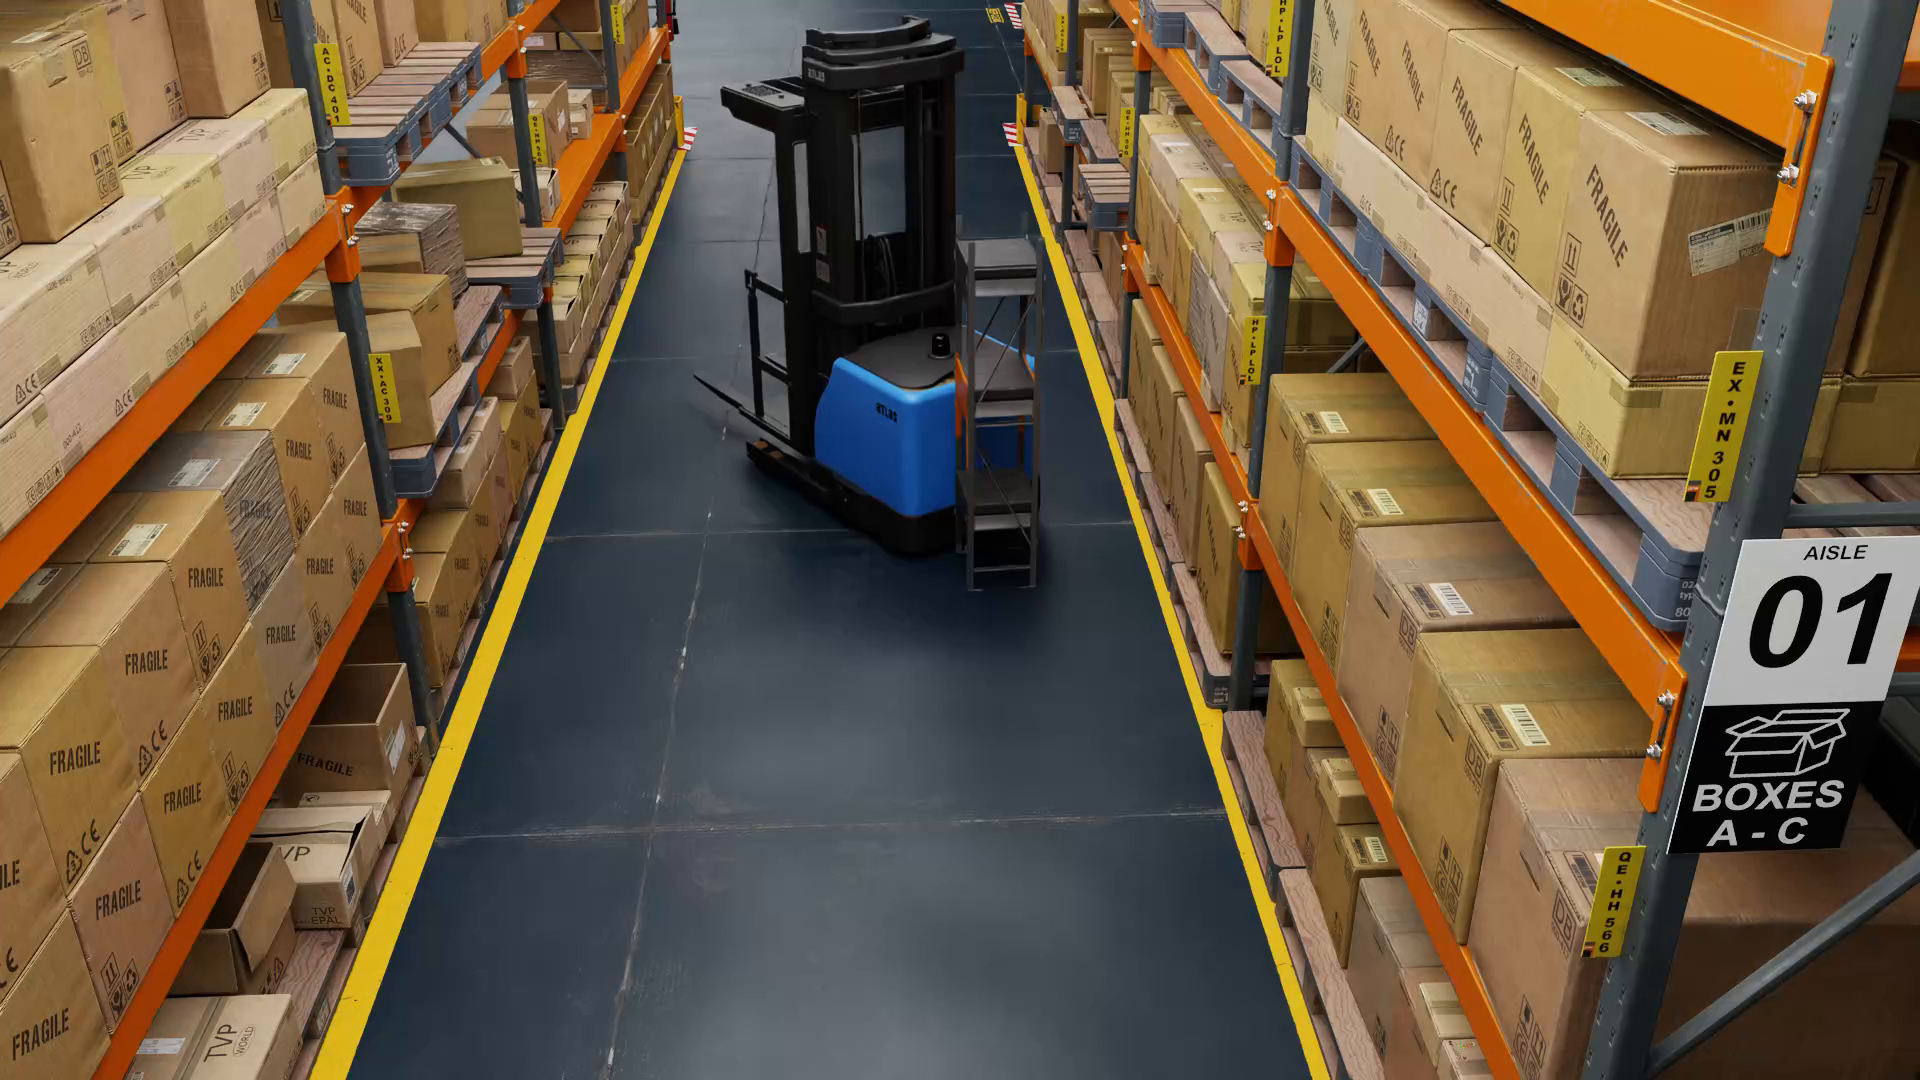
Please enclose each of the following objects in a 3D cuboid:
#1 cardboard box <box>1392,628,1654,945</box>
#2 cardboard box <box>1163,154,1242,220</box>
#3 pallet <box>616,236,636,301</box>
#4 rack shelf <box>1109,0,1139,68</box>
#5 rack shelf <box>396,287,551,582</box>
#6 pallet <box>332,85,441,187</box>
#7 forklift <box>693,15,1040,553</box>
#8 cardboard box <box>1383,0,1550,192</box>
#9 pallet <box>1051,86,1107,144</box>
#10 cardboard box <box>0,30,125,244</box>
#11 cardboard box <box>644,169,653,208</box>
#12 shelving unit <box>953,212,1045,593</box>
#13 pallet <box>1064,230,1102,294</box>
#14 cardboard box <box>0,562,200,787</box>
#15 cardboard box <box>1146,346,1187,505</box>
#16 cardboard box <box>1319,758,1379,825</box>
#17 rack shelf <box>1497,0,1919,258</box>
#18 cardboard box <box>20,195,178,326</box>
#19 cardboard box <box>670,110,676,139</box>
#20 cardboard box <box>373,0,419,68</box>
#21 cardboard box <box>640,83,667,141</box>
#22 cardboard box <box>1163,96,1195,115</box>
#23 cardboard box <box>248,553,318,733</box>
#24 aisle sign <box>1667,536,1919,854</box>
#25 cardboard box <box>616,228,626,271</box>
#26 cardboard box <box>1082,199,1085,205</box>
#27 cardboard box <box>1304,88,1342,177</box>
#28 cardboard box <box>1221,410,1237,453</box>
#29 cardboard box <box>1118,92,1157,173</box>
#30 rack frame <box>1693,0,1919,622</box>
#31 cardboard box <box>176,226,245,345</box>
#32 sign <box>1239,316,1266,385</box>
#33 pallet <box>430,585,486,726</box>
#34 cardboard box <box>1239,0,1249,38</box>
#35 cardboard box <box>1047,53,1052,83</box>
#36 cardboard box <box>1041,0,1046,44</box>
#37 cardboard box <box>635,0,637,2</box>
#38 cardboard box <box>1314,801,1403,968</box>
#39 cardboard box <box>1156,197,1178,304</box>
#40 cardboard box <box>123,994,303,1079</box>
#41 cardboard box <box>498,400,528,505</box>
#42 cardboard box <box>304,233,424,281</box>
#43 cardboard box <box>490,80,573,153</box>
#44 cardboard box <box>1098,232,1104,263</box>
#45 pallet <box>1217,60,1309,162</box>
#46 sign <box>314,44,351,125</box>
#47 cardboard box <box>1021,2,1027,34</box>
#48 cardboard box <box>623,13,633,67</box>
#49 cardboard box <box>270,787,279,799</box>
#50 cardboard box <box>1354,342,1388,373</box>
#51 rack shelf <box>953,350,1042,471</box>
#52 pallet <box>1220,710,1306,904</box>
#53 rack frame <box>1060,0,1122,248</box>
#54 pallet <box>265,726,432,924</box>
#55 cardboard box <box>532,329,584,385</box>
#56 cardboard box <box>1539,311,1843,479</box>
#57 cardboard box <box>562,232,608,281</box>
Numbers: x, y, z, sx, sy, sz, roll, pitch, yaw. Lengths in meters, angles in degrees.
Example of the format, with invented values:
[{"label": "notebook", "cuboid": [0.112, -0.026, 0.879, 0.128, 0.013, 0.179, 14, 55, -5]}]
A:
[{"label": "cardboard box", "cuboid": [1.982, 0.754, 5.237, 0.980, 0.700, 0.700, -2, 28, -3]}, {"label": "cardboard box", "cuboid": [1.475, -2.060, 9.693, 0.500, 0.250, 0.500, -1, 28, -2]}, {"label": "pallet", "cuboid": [-3.428, -2.387, 14.599, 1.003, 0.211, 1.213, -1, 28, -3]}, {"label": "rack shelf", "cuboid": [1.545, -4.172, 12.539, 1.077, 0.370, 4.000, -1, 28, -3]}, {"label": "rack shelf", "cuboid": [-3.192, -0.873, 9.458, 1.077, 0.370, 4.000, -1, 28, -3]}, {"label": "pallet", "cuboid": [-3.052, -1.818, 7.451, 1.213, 0.211, 1.003, -1, 28, -3]}, {"label": "forklift", "cuboid": [-0.778, -1.846, 10.620, 1.130, 2.935, 3.031, -19, 33, -32]}, {"label": "cardboard box", "cuboid": [1.680, -1.415, 5.265, 0.500, 0.500, 0.500, -1, 28, -2]}, {"label": "pallet", "cuboid": [1.336, -3.643, 14.198, 1.003, 0.211, 1.213, -1, 28, -3]}, {"label": "cardboard box", "cuboid": [-2.930, -1.170, 4.817, 0.700, 0.500, 0.500, -1, 28, -3]}, {"label": "cardboard box", "cuboid": [-3.248, -3.382, 16.011, 0.500, 0.250, 0.500, -1, 28, -3]}, {"label": "shelving unit", "cuboid": [0.209, -0.751, 9.419, 0.431, 2.100, 0.503, -4, 28, -7]}, {"label": "pallet", "cuboid": [1.483, -2.488, 14.792, 1.003, 0.211, 1.213, -1, 28, -3]}, {"label": "cardboard box", "cuboid": [-2.695, 0.408, 5.036, 0.500, 0.500, 0.500, -1, 28, -2]}, {"label": "cardboard box", "cuboid": [1.597, -0.722, 10.262, 0.750, 0.750, 0.750, -2, 28, -3]}, {"label": "cardboard box", "cuboid": [1.659, 0.996, 6.644, 0.380, 0.149, 0.250, -2, 28, -4]}, {"label": "rack shelf", "cuboid": [1.963, -1.630, 4.854, 1.077, 0.370, 4.000, -1, 28, -3]}, {"label": "cardboard box", "cuboid": [-2.720, -0.843, 5.000, 0.500, 0.250, 0.500, -1, 28, -3]}, {"label": "cardboard box", "cuboid": [-3.391, -4.537, 18.224, 0.500, 0.250, 0.500, -1, 28, -3]}, {"label": "cardboard box", "cuboid": [-3.113, -2.723, 8.314, 0.600, 0.600, 0.600, -2, 28, -5]}, {"label": "cardboard box", "cuboid": [-3.323, -4.408, 17.166, 0.500, 0.500, 0.500, -1, 28, -3]}, {"label": "cardboard box", "cuboid": [1.602, -2.922, 11.324, 0.380, 0.149, 0.250, -5, 28, -9]}, {"label": "cardboard box", "cuboid": [-2.748, 0.387, 6.156, 0.500, 0.500, 0.500, -1, 28, -1]}, {"label": "aisle sign", "cuboid": [1.772, 0.345, 3.533, 0.394, 0.787, 0.004, -1, 28, -3]}, {"label": "cardboard box", "cuboid": [-3.170, -2.512, 14.341, 0.500, 0.250, 0.500, -2, 28, -3]}, {"label": "cardboard box", "cuboid": [1.383, -3.269, 15.863, 0.380, 0.166, 0.250, -5, 28, -9]}, {"label": "cardboard box", "cuboid": [1.632, -1.558, 6.350, 0.500, 0.250, 0.500, -1, 28, -3]}, {"label": "cardboard box", "cuboid": [1.522, -0.552, 8.315, 0.380, 0.149, 0.250, -1, 28, -2]}, {"label": "cardboard box", "cuboid": [1.559, -2.951, 12.080, 0.700, 0.500, 0.500, -4, 28, -7]}, {"label": "rack frame", "cuboid": [2.068, -1.202, 2.824, 1.000, 3.000, 0.127, -1, 28, -3]}, {"label": "cardboard box", "cuboid": [-2.747, -0.852, 5.558, 0.500, 0.250, 0.500, -1, 28, -3]}, {"label": "sign", "cuboid": [1.317, -0.850, 7.470, 0.100, 0.325, 0.005, -1, 28, -3]}, {"label": "pallet", "cuboid": [-3.168, 0.593, 8.884, 1.003, 0.211, 1.213, -1, 28, -3]}, {"label": "cardboard box", "cuboid": [1.867, -2.856, 8.656, 0.700, 0.500, 0.500, -1, 28, -3]}, {"label": "cardboard box", "cuboid": [1.096, -4.468, 15.714, 0.500, 0.250, 0.500, -1, 28, -2]}, {"label": "cardboard box", "cuboid": [1.060, -5.033, 15.986, 0.500, 0.500, 0.500, -2, 28, -4]}, {"label": "cardboard box", "cuboid": [-3.451, -5.494, 16.730, 0.380, 0.149, 0.250, -1, 28, -1]}, {"label": "cardboard box", "cuboid": [1.843, 1.349, 6.668, 0.700, 0.500, 0.500, -1, 28, -1]}, {"label": "cardboard box", "cuboid": [1.463, -1.720, 9.853, 0.500, 0.500, 0.500, -2, 28, -3]}, {"label": "cardboard box", "cuboid": [-2.676, 1.883, 5.893, 0.500, 0.250, 0.500, -1, 28, -3]}, {"label": "cardboard box", "cuboid": [-2.987, -0.537, 10.263, 0.500, 0.500, 0.500, -2, 28, -5]}, {"label": "cardboard box", "cuboid": [-3.242, -1.313, 8.962, 0.700, 0.500, 0.500, -8, 29, -16]}, {"label": "cardboard box", "cuboid": [-3.454, -3.409, 13.434, 0.500, 0.500, 0.500, 1, 28, 1]}, {"label": "cardboard box", "cuboid": [1.573, -2.594, 14.207, 0.700, 0.500, 0.500, -2, 28, -4]}, {"label": "pallet", "cuboid": [1.762, -2.057, 7.913, 0.805, 0.209, 1.217, -2, 28, -5]}, {"label": "sign", "cuboid": [-2.546, -1.844, 6.739, 0.100, 0.325, 0.005, -1, 28, -3]}, {"label": "cardboard box", "cuboid": [0.941, -5.641, 17.962, 0.500, 0.250, 0.500, -2, 28, -4]}, {"label": "cardboard box", "cuboid": [-3.619, -4.924, 16.338, 0.700, 0.500, 0.500, -1, 28, -1]}, {"label": "cardboard box", "cuboid": [-3.282, 0.928, 7.659, 0.500, 0.311, 0.500, -1, 28, -3]}, {"label": "cardboard box", "cuboid": [2.086, -0.793, 8.076, 0.500, 0.500, 0.500, -2, 28, -4]}, {"label": "rack shelf", "cuboid": [0.209, -0.739, 9.426, 0.431, 0.518, 0.480, -4, 28, -7]}, {"label": "pallet", "cuboid": [1.820, 1.200, 7.721, 1.003, 0.211, 1.213, -1, 28, -3]}, {"label": "rack frame", "cuboid": [1.441, -4.084, 14.837, 1.000, 3.000, 0.127, -1, 28, -3]}, {"label": "pallet", "cuboid": [-3.053, 1.285, 7.558, 1.003, 0.211, 1.213, -1, 28, -3]}, {"label": "cardboard box", "cuboid": [-3.031, -1.332, 12.079, 0.500, 0.250, 0.500, -1, 28, -3]}, {"label": "cardboard box", "cuboid": [1.764, -0.368, 4.069, 0.500, 0.250, 0.500, -1, 28, -1]}, {"label": "cardboard box", "cuboid": [-3.119, -2.296, 13.321, 0.500, 0.311, 0.500, -2, 28, -3]}]
